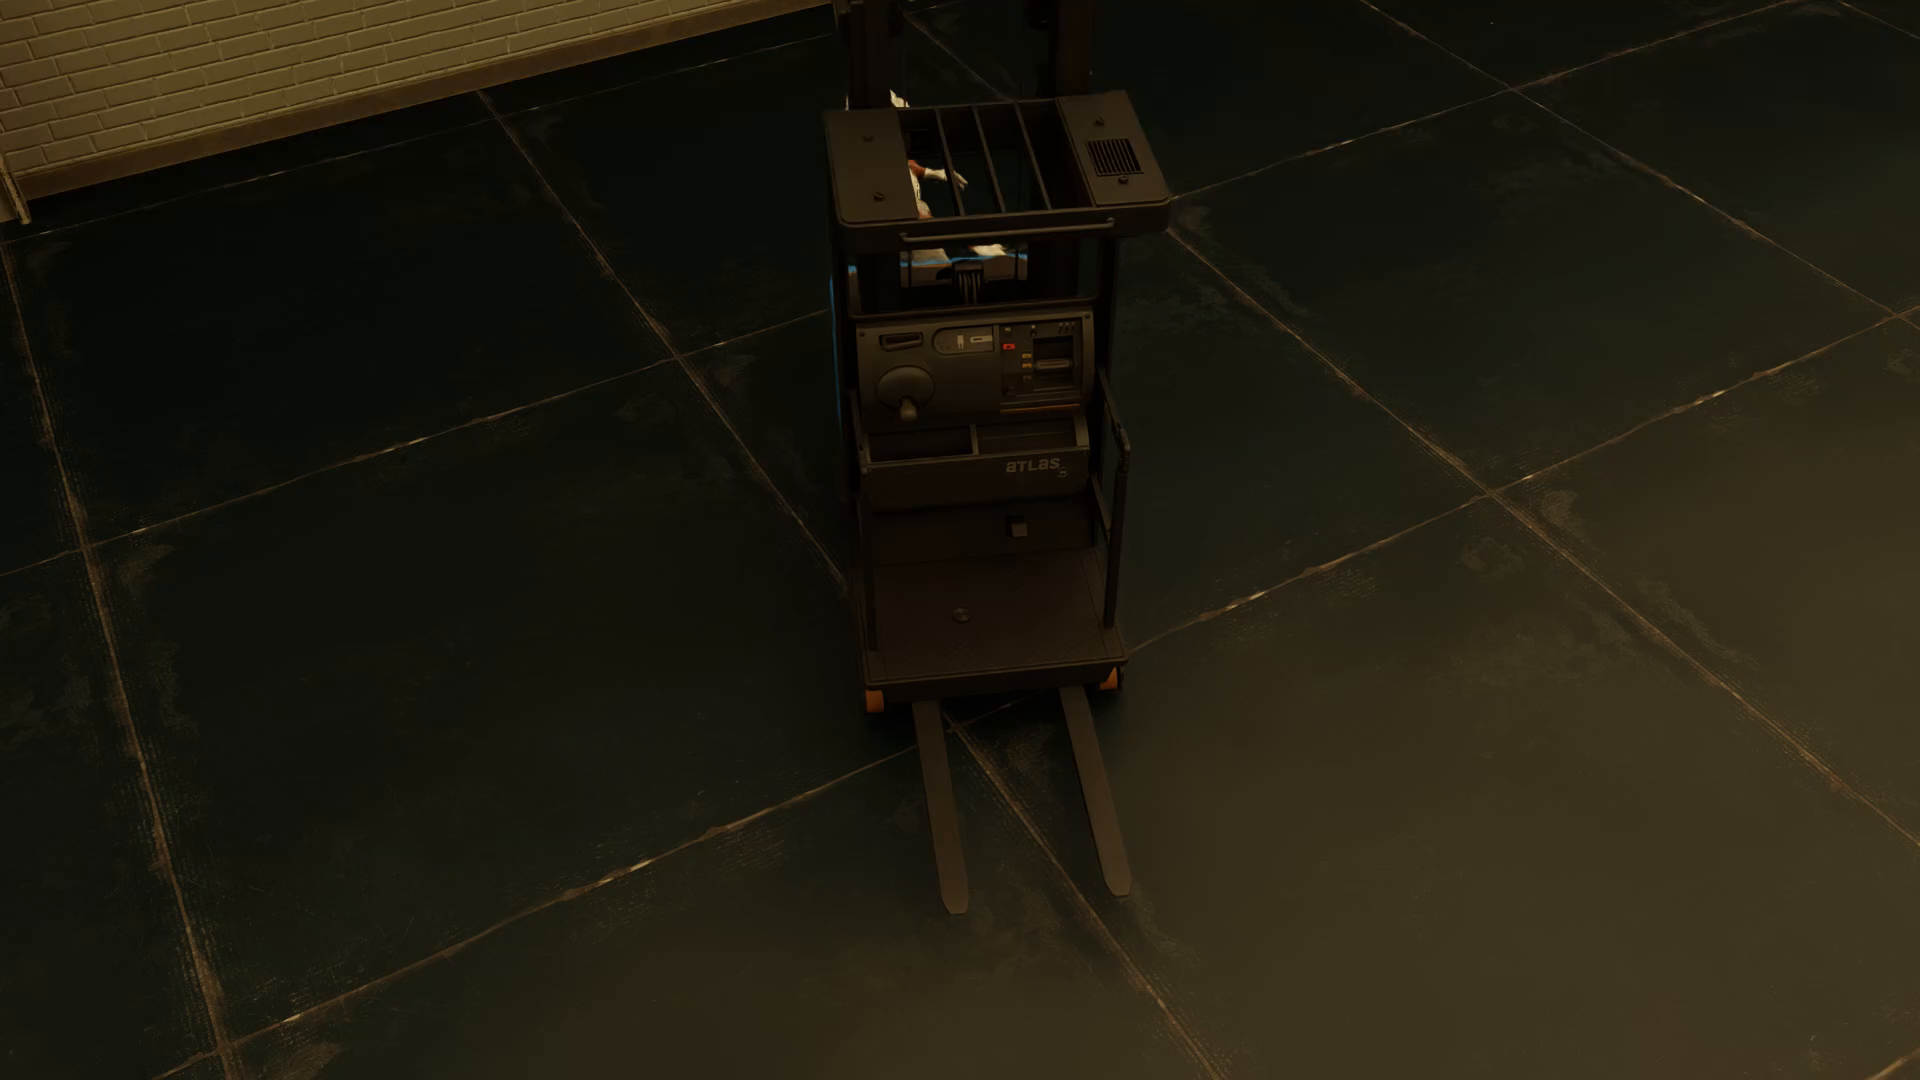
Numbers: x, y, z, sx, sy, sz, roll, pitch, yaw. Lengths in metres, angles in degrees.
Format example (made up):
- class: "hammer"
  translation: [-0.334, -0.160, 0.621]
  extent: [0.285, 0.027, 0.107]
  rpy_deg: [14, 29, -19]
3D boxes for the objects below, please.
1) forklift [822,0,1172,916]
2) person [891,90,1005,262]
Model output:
- class: "forklift"
  translation: [0.094, -0.596, 6.340]
  extent: [1.130, 2.935, 3.031]
  rpy_deg: [-5, 43, -6]
- class: "person"
  translation: [-0.201, -1.511, 8.286]
  extent: [0.661, 1.634, 0.898]
  rpy_deg: [-19, 46, -19]
